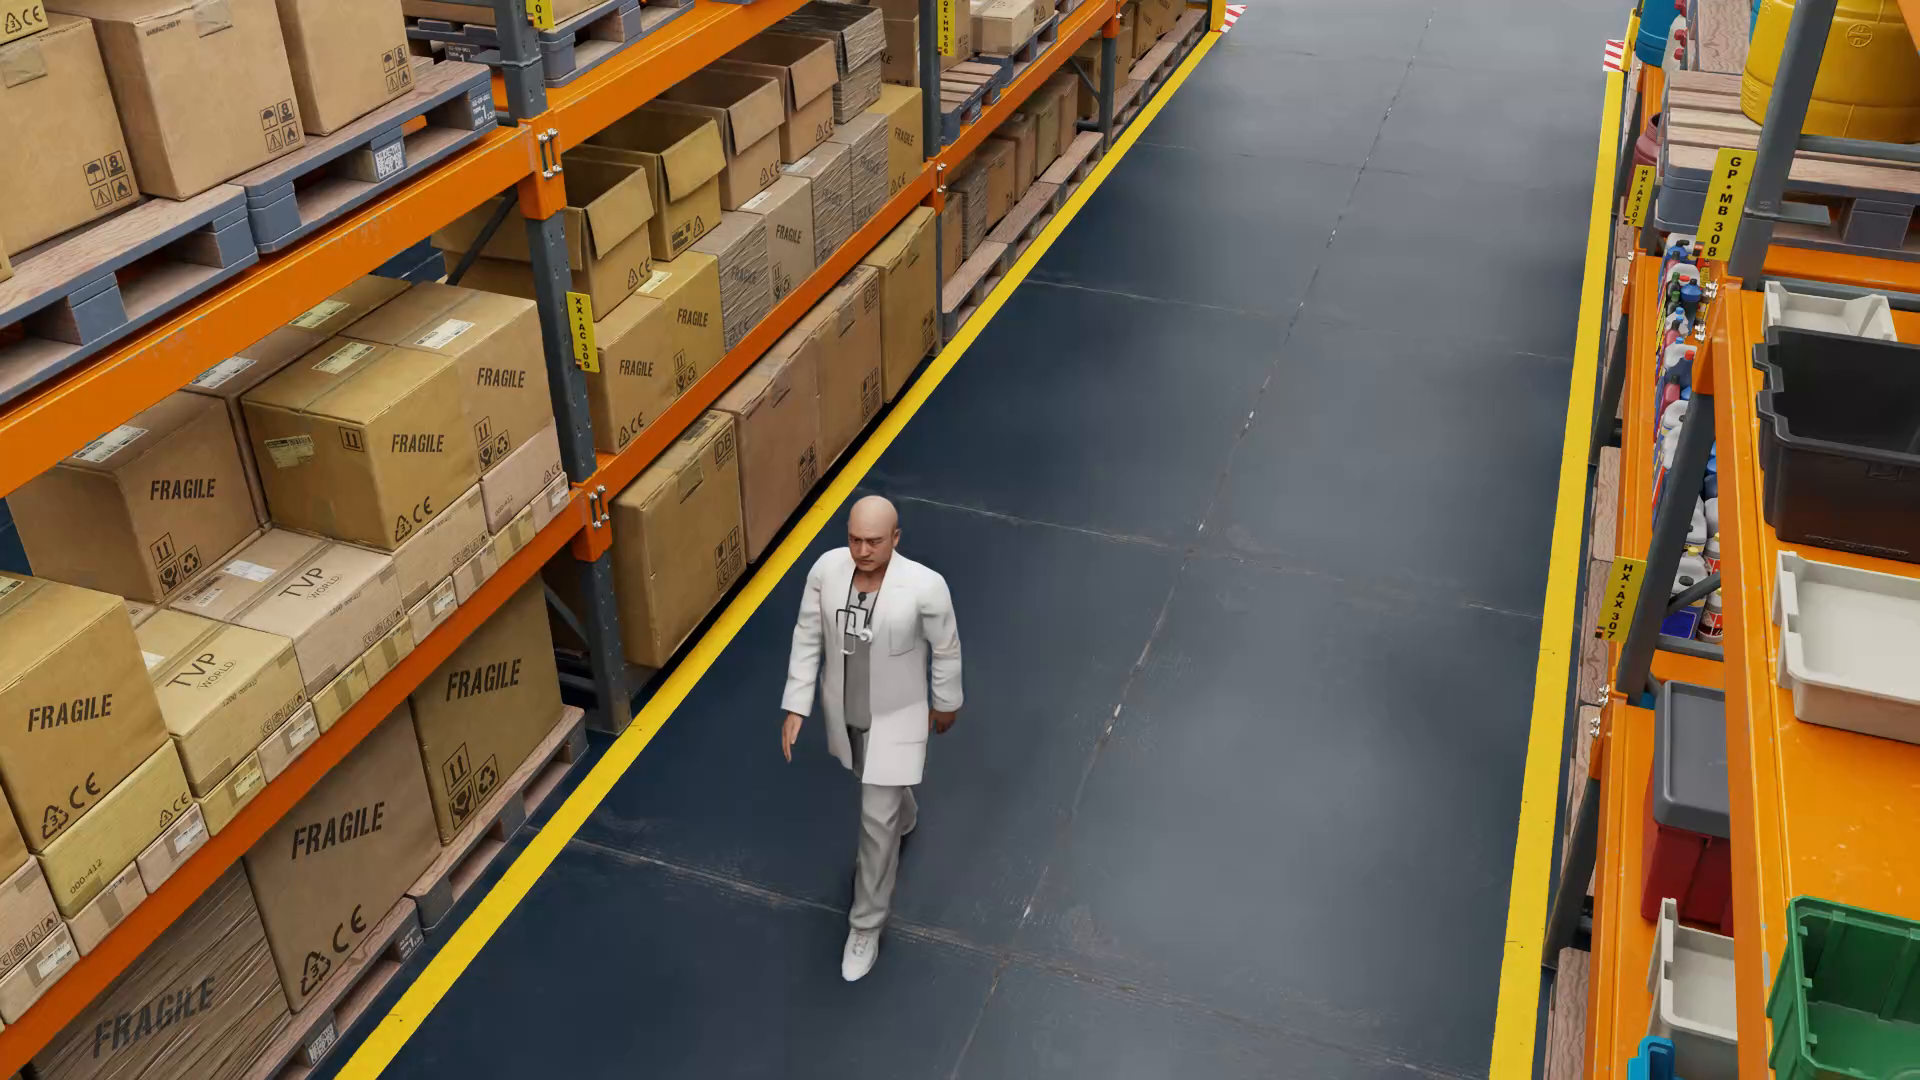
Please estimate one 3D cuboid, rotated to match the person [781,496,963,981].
[{"bbox_3d":[-0.344,0.675,6.128,0.589,1.817,0.870,15,36,21],"label":"person"}]
